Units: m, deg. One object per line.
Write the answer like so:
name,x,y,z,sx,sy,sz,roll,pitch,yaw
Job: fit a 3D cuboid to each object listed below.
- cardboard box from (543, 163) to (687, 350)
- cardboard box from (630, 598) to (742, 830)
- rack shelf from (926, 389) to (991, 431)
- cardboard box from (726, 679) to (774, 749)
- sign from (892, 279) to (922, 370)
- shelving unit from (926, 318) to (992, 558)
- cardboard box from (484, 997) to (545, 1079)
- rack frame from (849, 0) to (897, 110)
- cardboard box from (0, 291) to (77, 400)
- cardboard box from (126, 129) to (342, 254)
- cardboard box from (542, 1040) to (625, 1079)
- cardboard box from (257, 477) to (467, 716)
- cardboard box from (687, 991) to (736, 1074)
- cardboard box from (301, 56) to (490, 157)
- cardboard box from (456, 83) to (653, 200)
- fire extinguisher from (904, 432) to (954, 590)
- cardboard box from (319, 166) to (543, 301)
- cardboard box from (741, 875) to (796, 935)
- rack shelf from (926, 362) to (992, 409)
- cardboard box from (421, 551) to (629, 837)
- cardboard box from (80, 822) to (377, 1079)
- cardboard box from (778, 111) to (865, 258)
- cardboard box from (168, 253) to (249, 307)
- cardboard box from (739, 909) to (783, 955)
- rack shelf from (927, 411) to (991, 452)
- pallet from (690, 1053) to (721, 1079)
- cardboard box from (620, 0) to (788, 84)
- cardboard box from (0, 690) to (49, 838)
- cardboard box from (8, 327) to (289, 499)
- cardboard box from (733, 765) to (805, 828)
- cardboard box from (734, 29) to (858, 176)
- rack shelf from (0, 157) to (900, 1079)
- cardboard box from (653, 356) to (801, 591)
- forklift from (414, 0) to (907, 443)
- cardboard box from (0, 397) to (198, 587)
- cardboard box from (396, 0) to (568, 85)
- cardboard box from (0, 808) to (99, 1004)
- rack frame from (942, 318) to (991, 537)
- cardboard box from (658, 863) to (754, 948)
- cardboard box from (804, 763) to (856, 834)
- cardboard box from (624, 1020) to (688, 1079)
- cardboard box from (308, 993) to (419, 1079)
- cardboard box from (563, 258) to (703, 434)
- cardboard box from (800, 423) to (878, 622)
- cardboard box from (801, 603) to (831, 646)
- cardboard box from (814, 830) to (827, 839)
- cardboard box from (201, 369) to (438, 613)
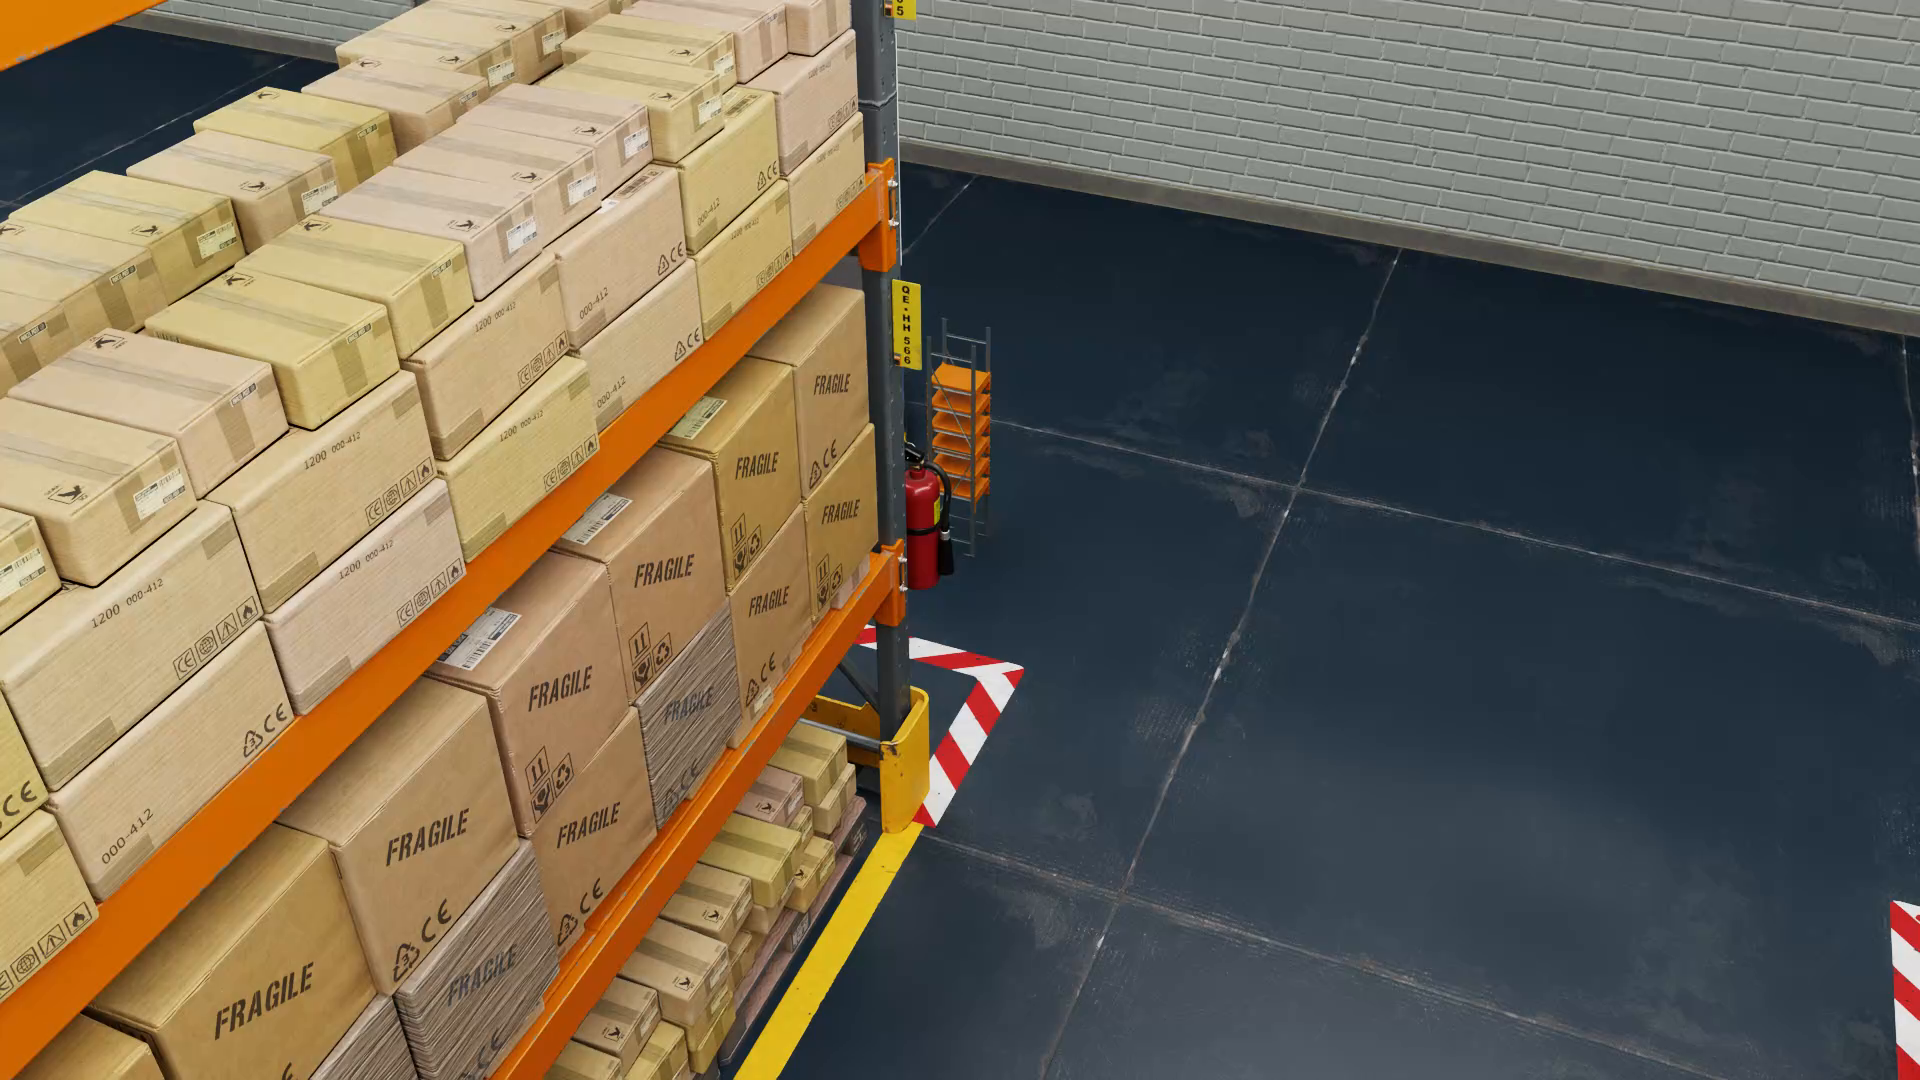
cardboard box,-1.014,-0.729,4.023,0.500,0.250,0.500,14,39,18
cardboard box,-1.001,0.449,4.914,0.500,0.500,0.500,14,39,18
rack shelf,-0.005,-0.629,7.865,0.258,0.103,0.180,14,39,18
cardboard box,-0.832,0.497,5.391,0.380,0.149,0.250,15,39,19
sign,-0.178,-0.719,5.577,0.100,0.325,0.005,14,39,18
shelving unit,-0.005,-0.473,7.982,0.258,1.200,0.189,14,39,18
cardboard box,-1.339,1.226,4.415,0.380,0.149,0.250,16,39,20
rack frame,-0.683,-2.669,4.407,1.000,3.000,0.127,14,39,18
cardboard box,-1.950,-0.368,3.207,0.380,0.149,0.250,12,39,16
cardboard box,-1.635,-0.787,3.768,0.380,0.149,0.250,15,39,19
cardboard box,-1.264,1.681,5.131,0.380,0.149,0.250,14,39,18
cardboard box,-1.387,0.047,3.403,0.500,0.250,0.500,15,39,20
cardboard box,-0.996,1.633,5.691,0.380,0.149,0.250,12,38,16
cardboard box,-1.395,-1.069,4.145,0.380,0.149,0.250,15,39,19
cardboard box,-0.972,-0.963,4.003,0.380,0.149,0.250,13,39,17
fire extinguisher,-0.161,-0.120,6.383,0.296,0.674,0.183,14,39,18
cardboard box,-1.144,-0.670,3.612,0.380,0.149,0.250,13,39,16
cardboard box,-0.816,1.233,5.978,0.380,0.149,0.250,12,38,16
rack shelf,-0.005,-0.725,7.793,0.258,0.103,0.180,14,39,18
cardboard box,-1.208,0.348,4.213,0.500,0.500,0.500,13,39,16
cardboard box,-1.625,0.904,3.470,0.500,0.500,0.500,13,39,16
cardboard box,-0.612,-1.096,4.932,0.500,0.250,0.500,13,39,17
cardboard box,-1.683,-0.578,3.821,0.500,0.250,0.500,12,39,16
cardboard box,-0.875,1.338,6.086,0.380,0.149,0.250,14,39,18
rack shelf,-0.005,-0.533,7.936,0.258,0.103,0.180,14,39,18
pallet,-1.520,2.007,5.490,1.003,0.211,1.213,14,39,18
cardboard box,-0.703,-1.398,4.585,0.380,0.149,0.250,14,39,18
cardboard box,-1.800,0.395,2.520,0.500,0.250,0.500,15,39,19
cardboard box,-1.473,-0.235,3.030,0.380,0.149,0.250,13,39,16
cardboard box,-0.799,0.946,6.114,0.380,0.149,0.250,15,39,19
cardboard box,-0.623,-1.295,4.781,0.500,0.250,0.500,13,39,16
rack shelf,-1.444,-0.072,4.038,1.077,0.370,4.000,14,39,18
cardboard box,-0.820,-0.236,4.994,0.500,0.500,0.500,13,39,16
forklift,-1.845,-1.478,7.881,3.031,2.935,1.130,-14,39,-18
cardboard box,-1.552,-0.088,2.832,0.380,0.149,0.250,13,39,16
cardboard box,-1.302,-1.370,4.548,0.380,0.149,0.250,14,39,18
cardboard box,-1.785,0.611,2.649,0.500,0.250,0.500,16,40,20
rack frame,0.029,-0.523,8.049,0.240,1.200,0.006,14,39,18
cardboard box,-0.937,1.247,5.711,0.380,0.149,0.250,12,39,16
cardboard box,-0.620,0.945,6.363,0.380,0.149,0.250,13,39,17
cardboard box,-1.116,1.661,5.406,0.380,0.149,0.250,16,40,20
cardboard box,-1.602,1.297,3.779,0.500,0.500,0.500,14,39,18
cardboard box,-1.000,-0.540,4.188,0.500,0.250,0.500,16,39,20
cardboard box,-0.616,-0.118,5.672,0.500,0.500,0.500,15,39,19
cardboard box,-0.675,0.208,5.777,0.380,0.149,0.250,14,39,18
cardboard box,-0.691,1.046,6.477,0.380,0.149,0.250,14,39,18
cardboard box,-1.402,-0.155,3.256,0.500,0.250,0.500,15,39,19
